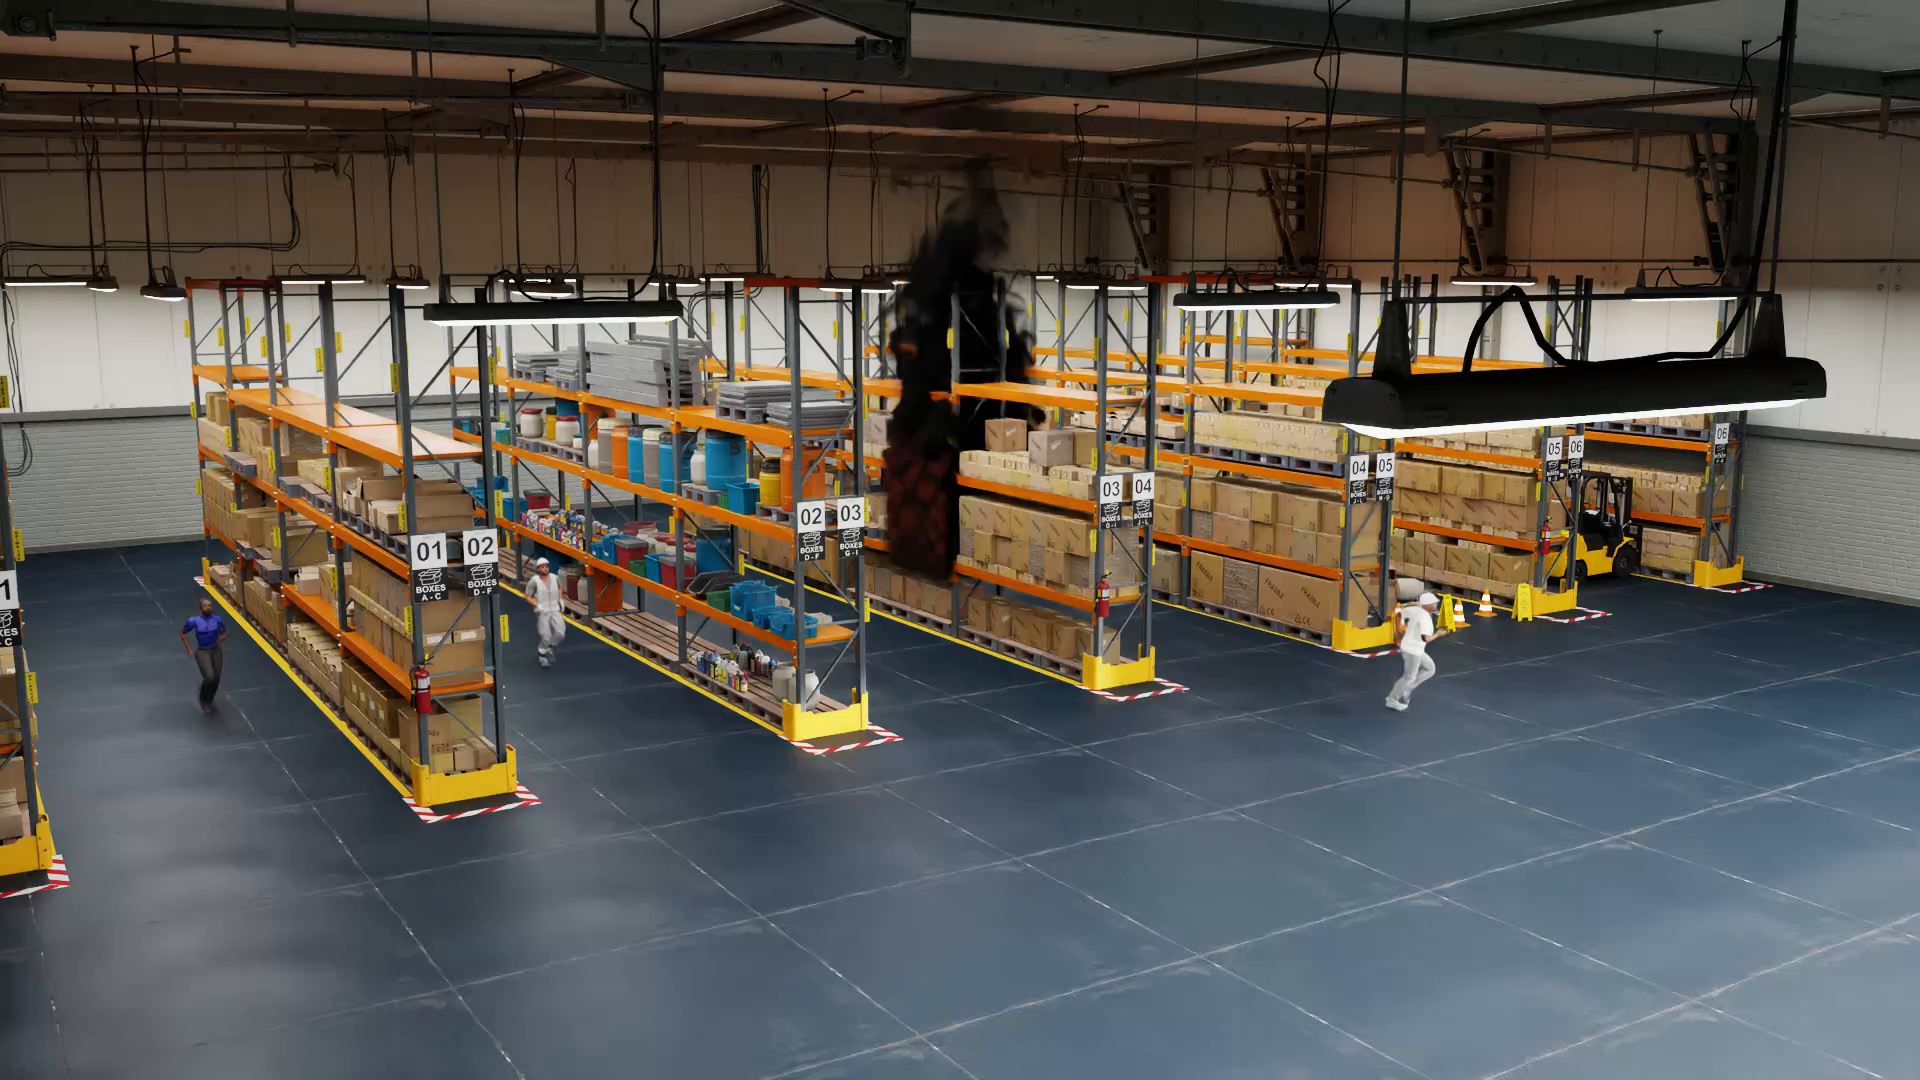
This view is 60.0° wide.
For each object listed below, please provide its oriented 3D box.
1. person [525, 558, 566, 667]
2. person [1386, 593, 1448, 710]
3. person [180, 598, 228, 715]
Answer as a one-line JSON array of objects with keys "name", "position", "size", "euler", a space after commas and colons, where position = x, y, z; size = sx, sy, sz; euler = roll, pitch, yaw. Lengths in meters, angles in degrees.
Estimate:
[{"name": "person", "position": [-6.427, 1.140, 25.959], "size": [0.643, 1.744, 0.552], "euler": [-7, 12, -35]}, {"name": "person", "position": [6.450, 1.568, 23.485], "size": [0.796, 1.691, 0.673], "euler": [1, 10, 9]}, {"name": "person", "position": [-10.550, 1.635, 23.350], "size": [0.676, 1.653, 0.546], "euler": [9, 13, 43]}]
